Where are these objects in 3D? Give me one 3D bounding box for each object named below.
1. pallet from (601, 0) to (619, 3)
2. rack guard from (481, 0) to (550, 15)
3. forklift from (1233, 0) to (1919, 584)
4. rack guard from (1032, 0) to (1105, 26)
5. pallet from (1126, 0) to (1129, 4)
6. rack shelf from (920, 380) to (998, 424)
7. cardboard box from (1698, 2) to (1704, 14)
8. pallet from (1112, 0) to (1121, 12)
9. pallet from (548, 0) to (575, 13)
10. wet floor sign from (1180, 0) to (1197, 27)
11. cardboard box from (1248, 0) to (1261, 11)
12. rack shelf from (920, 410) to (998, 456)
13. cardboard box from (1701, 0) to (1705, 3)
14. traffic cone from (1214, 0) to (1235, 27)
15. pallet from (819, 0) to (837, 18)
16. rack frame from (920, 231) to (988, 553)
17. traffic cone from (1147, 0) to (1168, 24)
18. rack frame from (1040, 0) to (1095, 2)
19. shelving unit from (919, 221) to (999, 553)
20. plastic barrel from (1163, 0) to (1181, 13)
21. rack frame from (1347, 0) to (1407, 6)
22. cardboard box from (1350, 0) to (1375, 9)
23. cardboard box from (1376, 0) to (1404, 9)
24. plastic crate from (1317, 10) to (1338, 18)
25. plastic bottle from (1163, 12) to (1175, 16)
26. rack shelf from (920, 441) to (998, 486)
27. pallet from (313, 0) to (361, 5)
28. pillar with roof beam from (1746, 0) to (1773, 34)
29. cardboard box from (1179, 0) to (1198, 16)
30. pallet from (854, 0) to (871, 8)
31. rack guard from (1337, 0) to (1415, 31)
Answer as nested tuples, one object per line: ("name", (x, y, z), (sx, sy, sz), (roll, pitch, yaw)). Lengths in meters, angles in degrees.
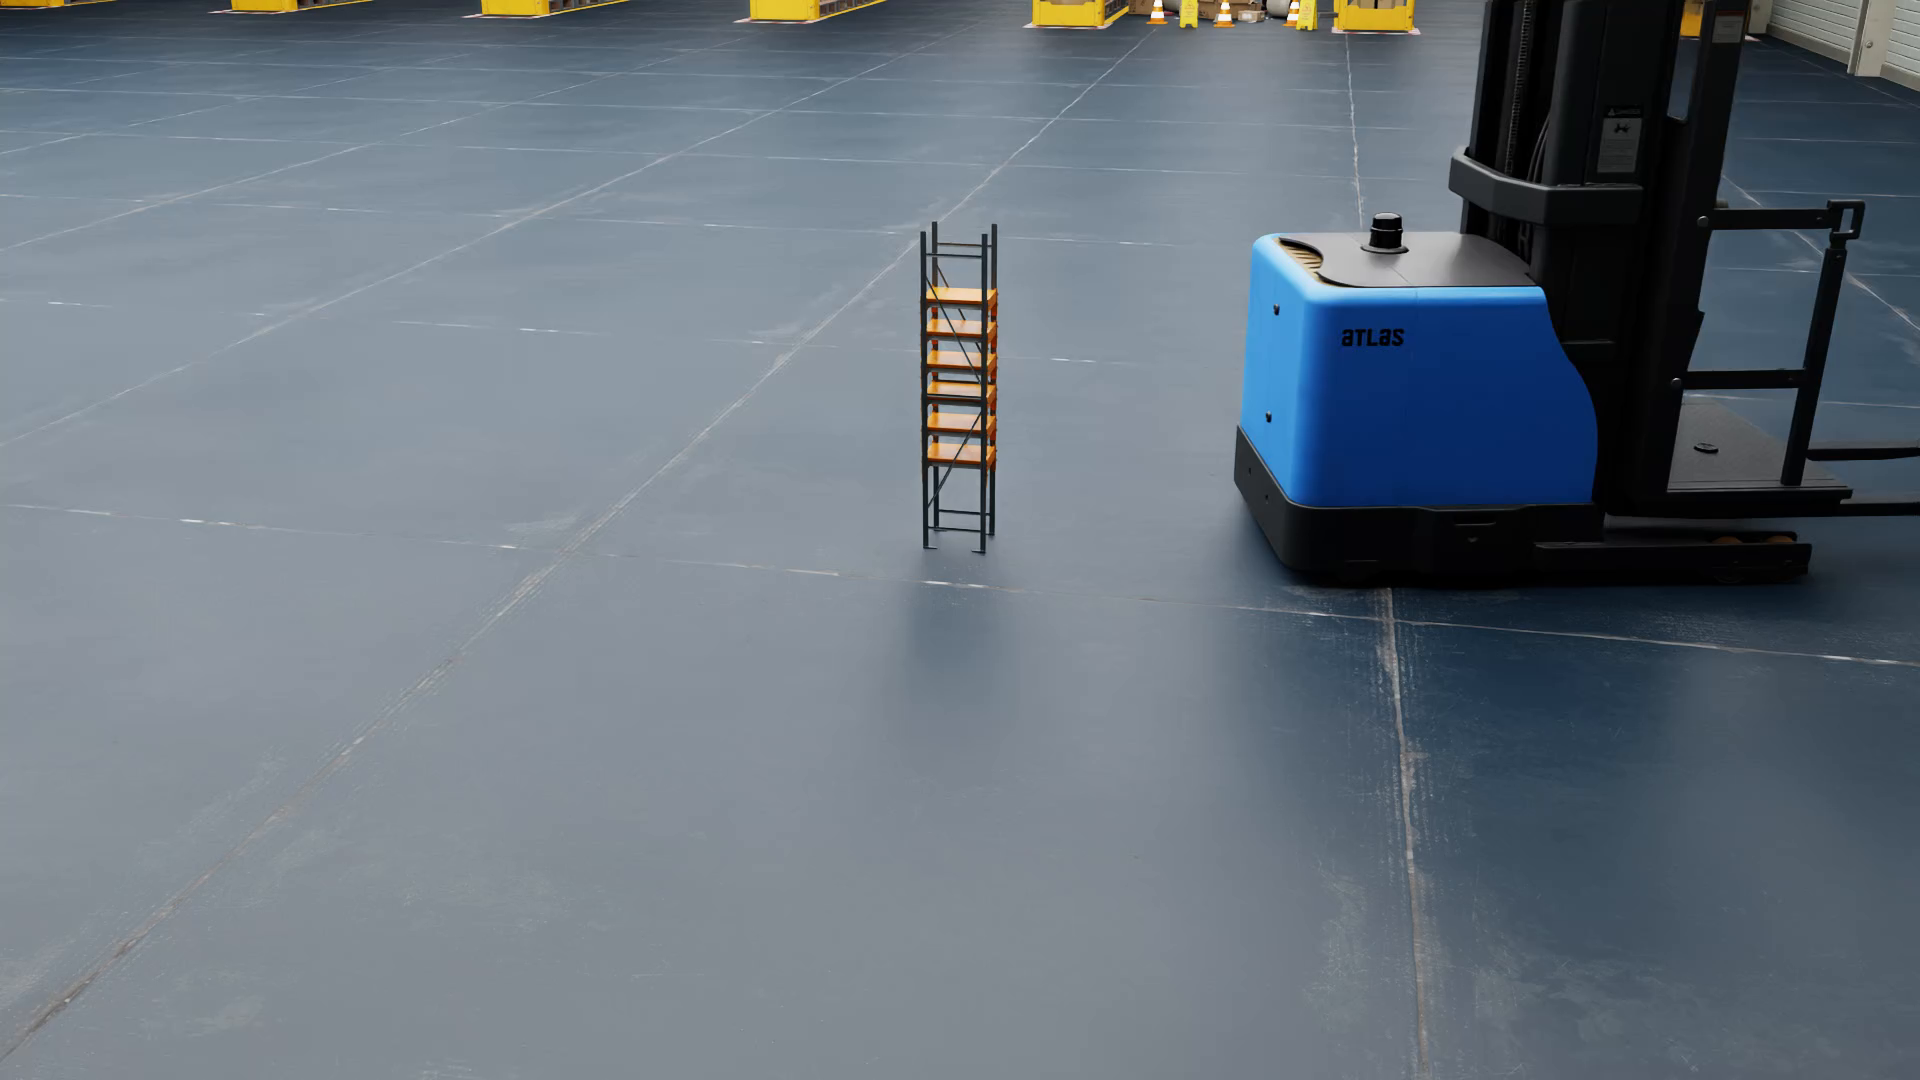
("pallet", (-7.244, -10.665, 32.551), (1.003, 0.211, 1.213), (4, 22, 11))
("rack guard", (-7.913, -9.610, 29.545), (1.175, 0.500, 0.348), (4, 22, 11))
("forklift", (2.645, -1.400, 5.907), (3.031, 2.935, 1.130), (-1, 22, -3))
("rack guard", (1.796, -8.777, 27.477), (1.175, 0.500, 0.348), (4, 22, 11))
("pallet", (2.701, -10.402, 31.900), (1.003, 0.211, 1.213), (4, 22, 11))
("rack shelf", (-0.003, -0.510, 6.133), (0.258, 0.103, 0.180), (4, 22, 11))
("cardboard box", (11.819, -8.312, 26.095), (0.500, 0.250, 0.500), (5, 22, 11))
("pallet", (2.386, -9.842, 30.509), (1.003, 0.211, 1.213), (4, 22, 11))
("pallet", (-7.742, -9.772, 30.335), (1.003, 0.211, 1.213), (4, 22, 11))
("wet floor sign", (3.734, -8.691, 27.071), (0.267, 0.644, 0.232), (1, 22, 2))
("cardboard box", (5.217, -9.665, 29.996), (0.258, 0.266, 0.396), (-11, 25, -26))
("rack shelf", (-0.003, -0.399, 6.178), (0.258, 0.103, 0.180), (4, 22, 11))
("cardboard box", (11.827, -8.535, 25.980), (0.500, 0.250, 0.500), (5, 22, 12))
("traffic cone", (4.337, -8.644, 27.197), (0.336, 0.463, 0.334), (4, 22, 11))
("pallet", (-2.818, -9.389, 29.383), (1.003, 0.211, 1.213), (4, 22, 11))
("rack frame", (-0.022, -0.518, 6.033), (0.240, 1.200, 0.006), (4, 22, 11))
("traffic cone", (3.300, -8.854, 27.719), (0.336, 0.463, 0.334), (4, 22, 11))
("rack frame", (1.801, -9.945, 27.032), (1.000, 3.000, 0.127), (4, 22, 11))
("shelving unit", (-0.003, -0.551, 6.116), (0.258, 1.200, 0.189), (4, 22, 11))
("plastic barrel", (3.888, -9.681, 29.825), (0.421, 0.421, 0.512), (-16, 27, -35))
("rack frame", (6.668, -9.605, 26.187), (1.000, 3.000, 0.127), (4, 22, 11))
("cardboard box", (6.574, -8.849, 27.429), (0.500, 0.250, 0.500), (4, 22, 11))
("cardboard box", (7.103, -8.798, 27.302), (0.500, 0.250, 0.500), (4, 22, 10))
("plastic crate", (6.361, -9.202, 29.094), (0.402, 0.080, 0.583), (-3, 22, -8))
("plastic bottle", (3.643, -9.278, 29.309), (0.283, 0.061, 0.133), (-3, 22, -8))
("rack shelf", (-0.003, -0.287, 6.223), (0.258, 0.103, 0.180), (4, 22, 11))
("pallet", (-12.365, -10.551, 32.269), (1.003, 0.211, 1.213), (4, 22, 11))
("pillar with roof beam", (8.338, -12.525, 25.406), (9.100, 9.000, 0.400), (4, 22, 11))
("cardboard box", (4.070, -9.371, 29.265), (0.396, 0.266, 0.258), (8, 23, 20))
("pallet", (-2.320, -10.281, 31.599), (1.003, 0.211, 1.213), (4, 22, 11))
("rack guard", (6.683, -8.473, 26.723), (1.175, 0.500, 0.348), (4, 22, 11))
